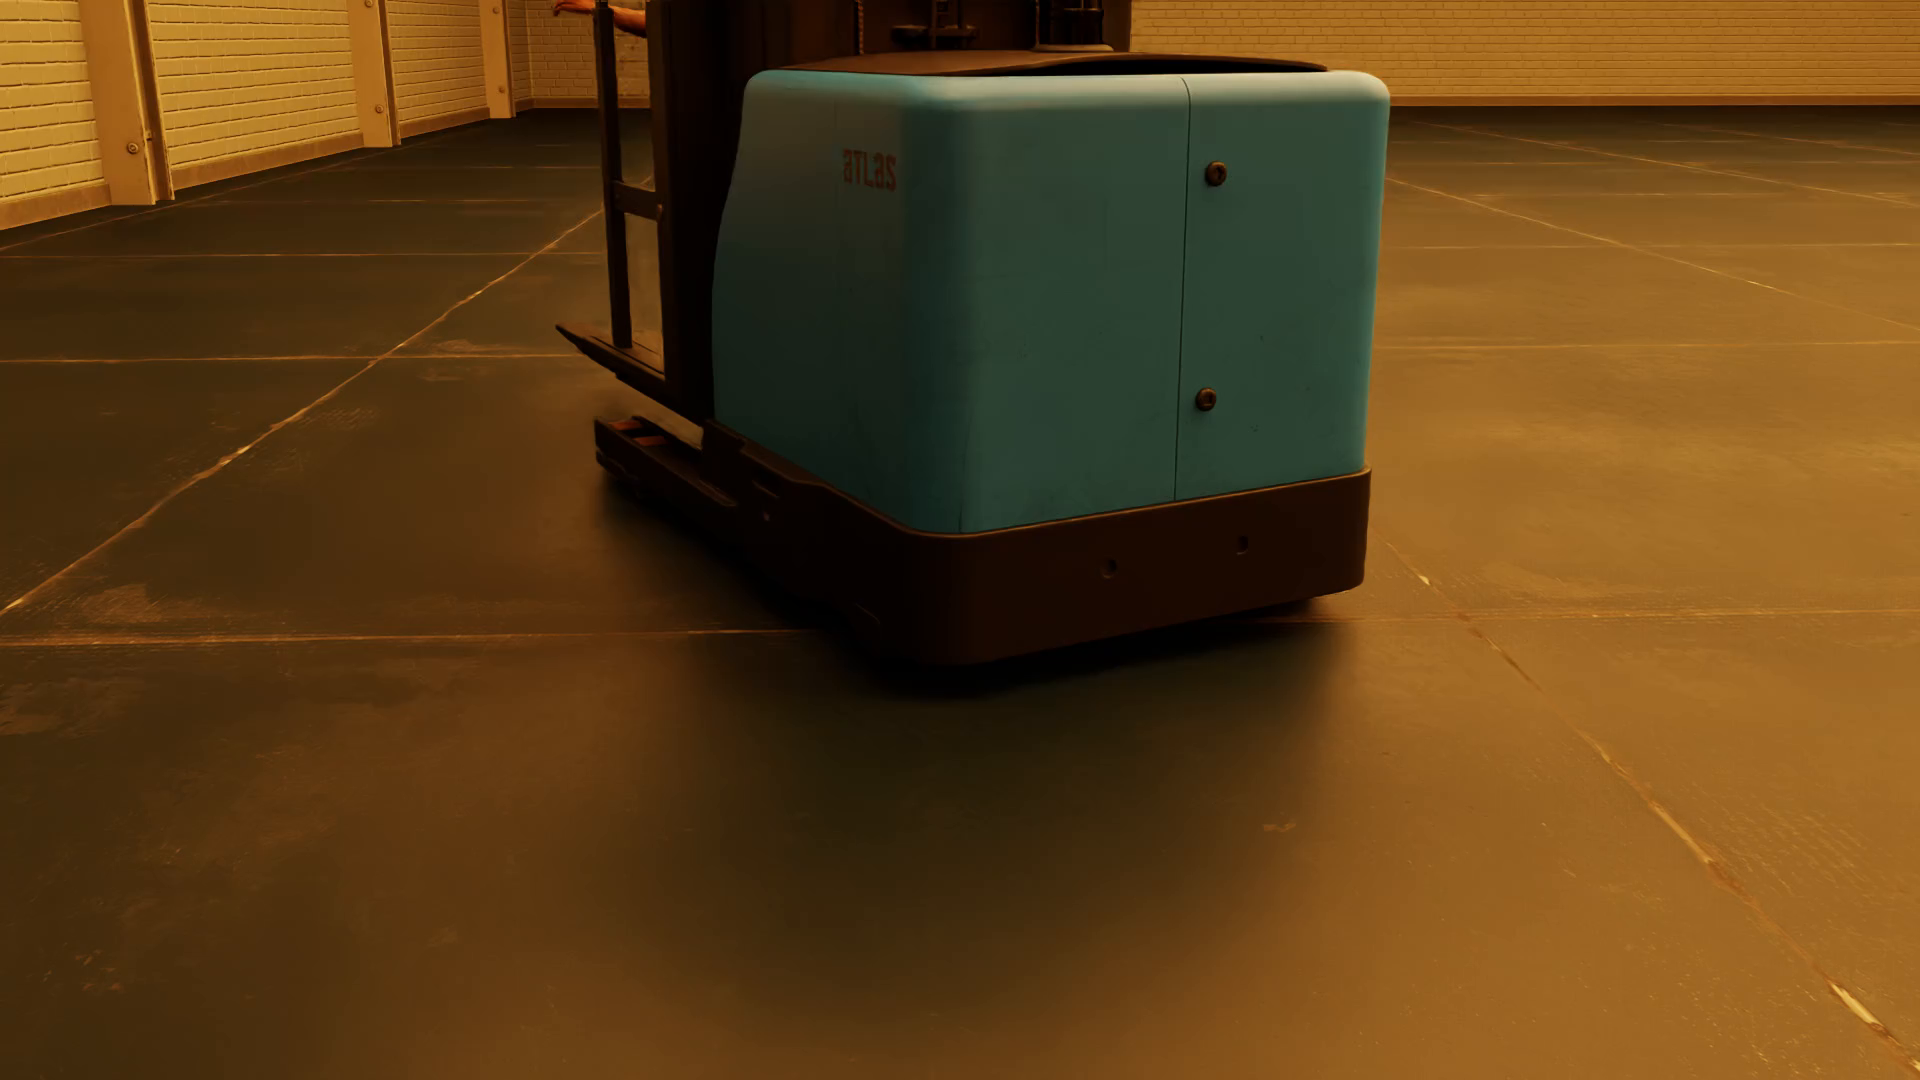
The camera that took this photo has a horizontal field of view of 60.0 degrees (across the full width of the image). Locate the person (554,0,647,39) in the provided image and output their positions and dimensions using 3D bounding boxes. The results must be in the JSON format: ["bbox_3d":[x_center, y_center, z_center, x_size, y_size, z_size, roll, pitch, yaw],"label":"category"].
[{"bbox_3d":[-0.741,-1.316,5.546,1.031,1.544,0.815,3,17,9],"label":"person"}]

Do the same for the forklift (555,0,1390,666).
[{"bbox_3d":[-0.317,-1.561,4.010,1.130,2.935,3.031,-9,19,-27],"label":"forklift"}]
